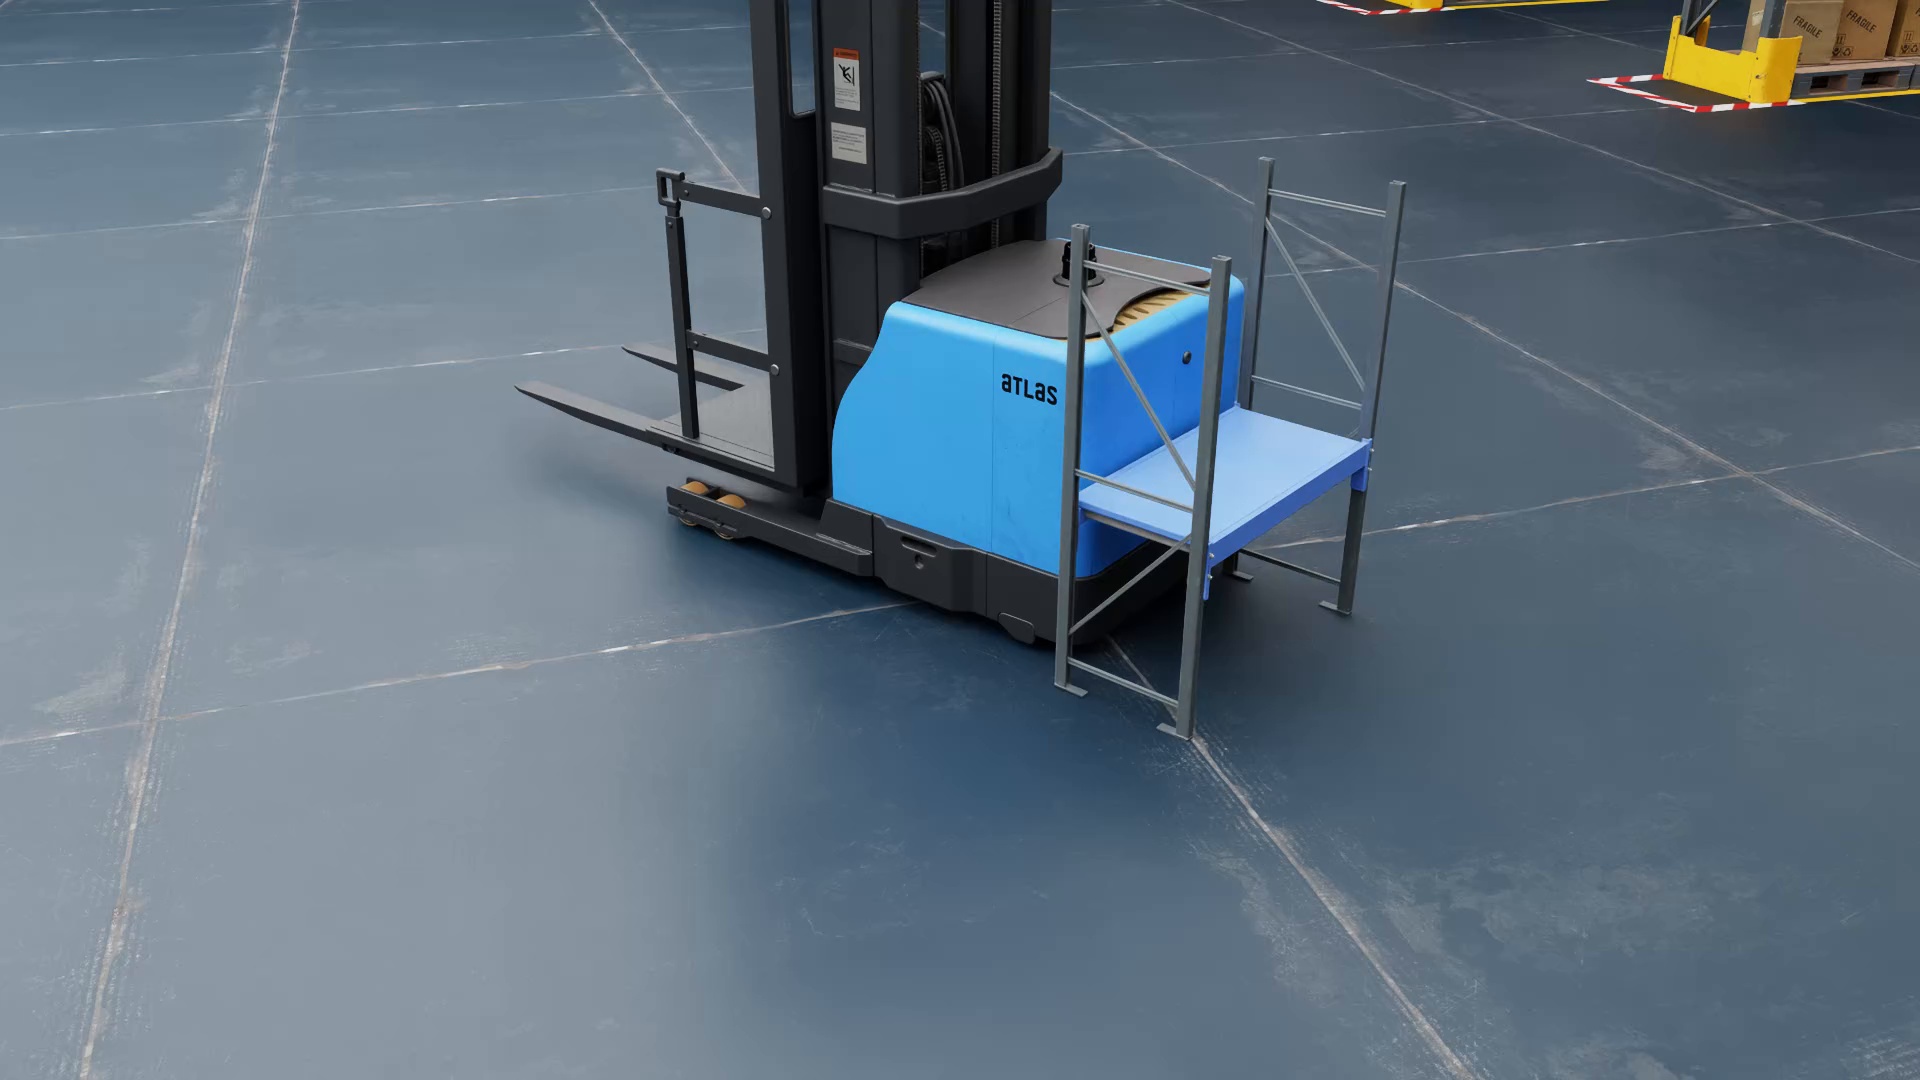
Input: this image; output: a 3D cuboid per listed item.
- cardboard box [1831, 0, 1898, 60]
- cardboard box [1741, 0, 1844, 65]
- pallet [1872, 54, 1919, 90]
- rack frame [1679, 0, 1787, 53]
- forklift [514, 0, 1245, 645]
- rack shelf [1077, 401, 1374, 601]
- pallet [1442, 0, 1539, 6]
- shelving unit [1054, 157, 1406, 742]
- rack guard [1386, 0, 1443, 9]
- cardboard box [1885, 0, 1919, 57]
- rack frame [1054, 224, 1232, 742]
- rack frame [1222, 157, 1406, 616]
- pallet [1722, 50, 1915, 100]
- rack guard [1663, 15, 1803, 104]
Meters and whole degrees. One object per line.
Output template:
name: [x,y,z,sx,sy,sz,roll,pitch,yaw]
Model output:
cardboard box: [7.416,-4.319,13.915,0.500,0.500,0.500,-1,26,-3]
cardboard box: [6.858,-4.222,13.720,0.500,0.500,0.500,-3,27,-7]
pallet: [8.273,-4.100,14.271,1.213,0.211,1.003,-8,28,-16]
rack frame: [6.259,-5.075,13.099,0.127,3.000,1.000,-8,28,-16]
forklift: [-0.495,-1.481,5.937,3.031,2.935,1.130,19,32,33]
rack shelf: [0.830,-0.151,5.268,0.538,0.185,1.000,21,33,35]
pallet: [5.557,-6.060,18.219,1.213,0.211,1.003,-8,28,-16]
shelving unit: [0.831,-0.312,5.187,0.538,1.500,1.048,21,33,35]
rack guard: [4.783,-6.080,17.934,0.348,0.500,1.175,-8,28,-16]
cardboard box: [8.017,-4.397,14.073,0.500,0.500,0.500,-6,27,-11]
rack frame: [0.508,-0.138,4.836,0.500,1.500,0.032,21,33,35]
rack frame: [1.155,-0.486,5.538,0.500,1.500,0.032,21,33,35]
pallet: [7.115,-3.933,13.935,1.213,0.211,1.003,-8,28,-16]
rack guard: [6.332,-3.966,13.676,0.348,0.500,1.175,-8,28,-16]
